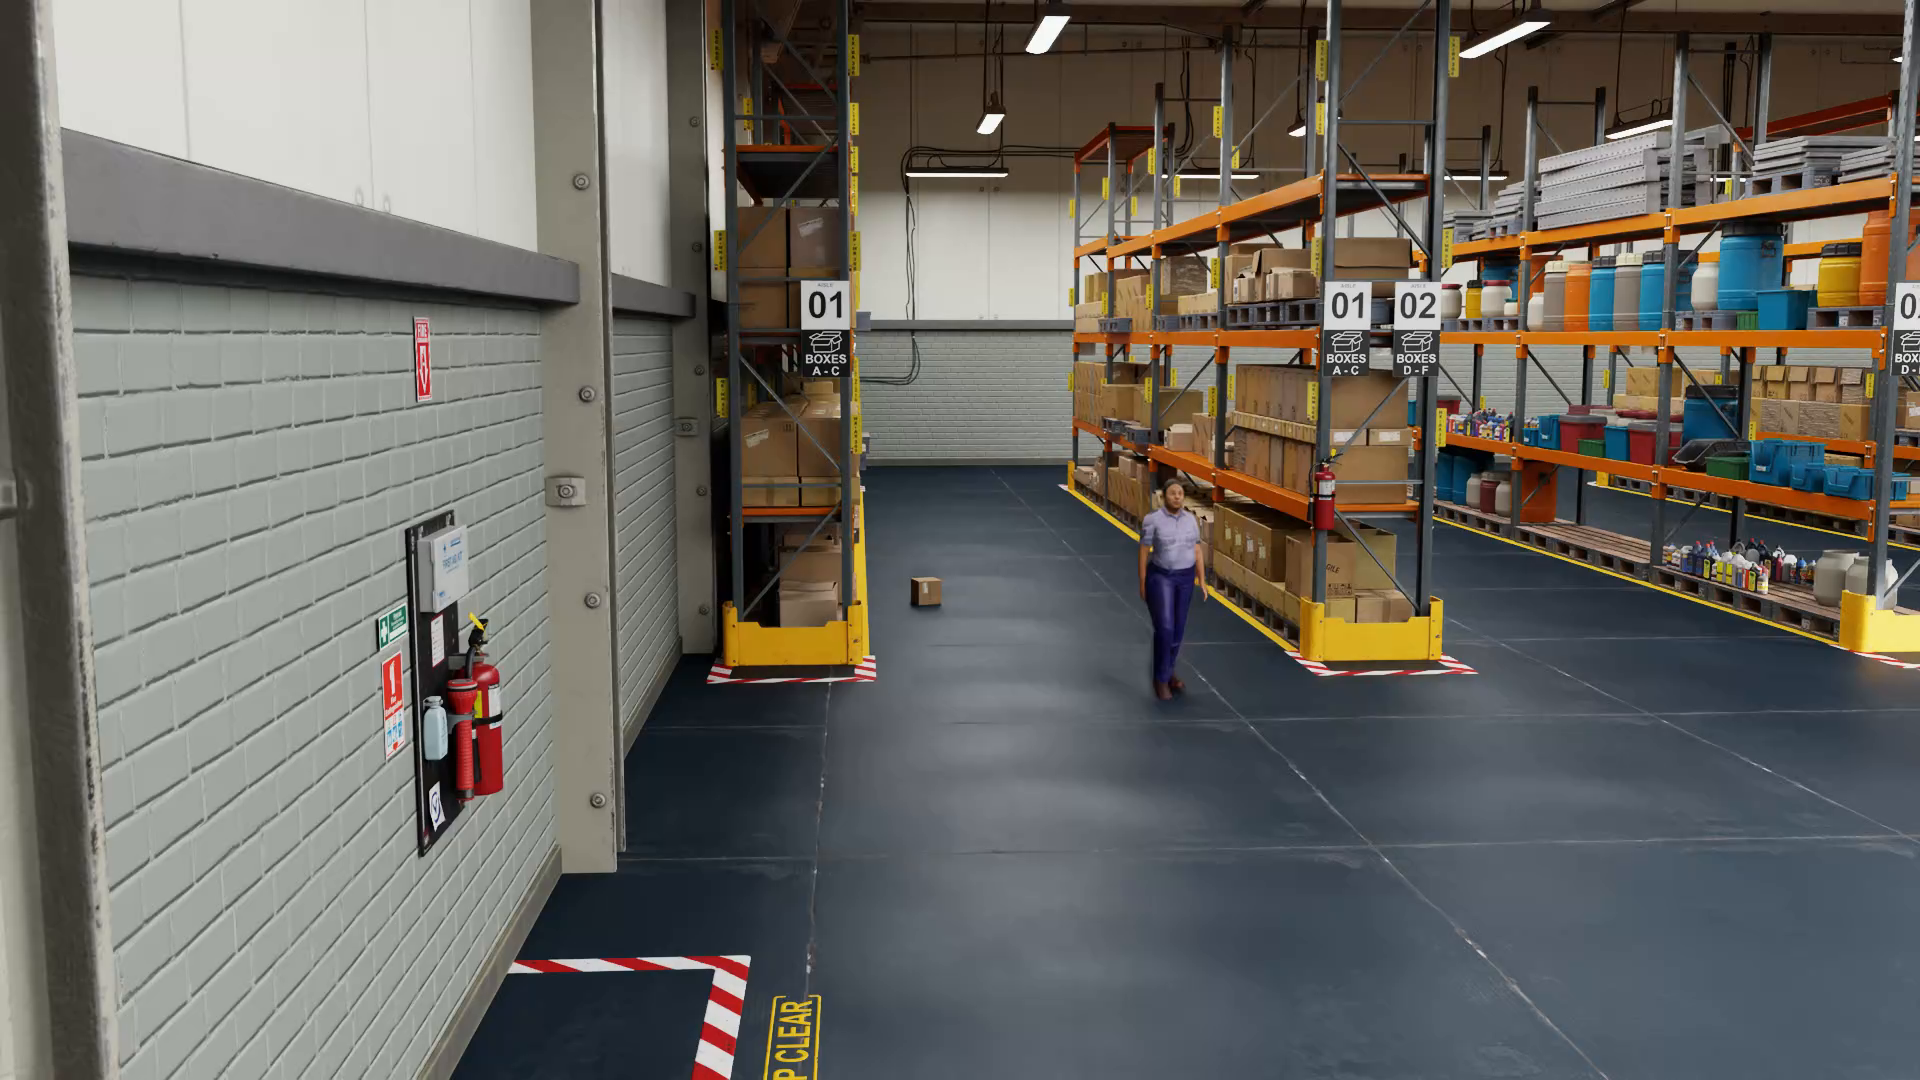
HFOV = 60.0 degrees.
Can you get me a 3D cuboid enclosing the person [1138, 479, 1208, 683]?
[{"bbox_3d":[1.632,0.305,12.832,0.490,1.559,0.490,-3,8,-23],"label":"person"}]
